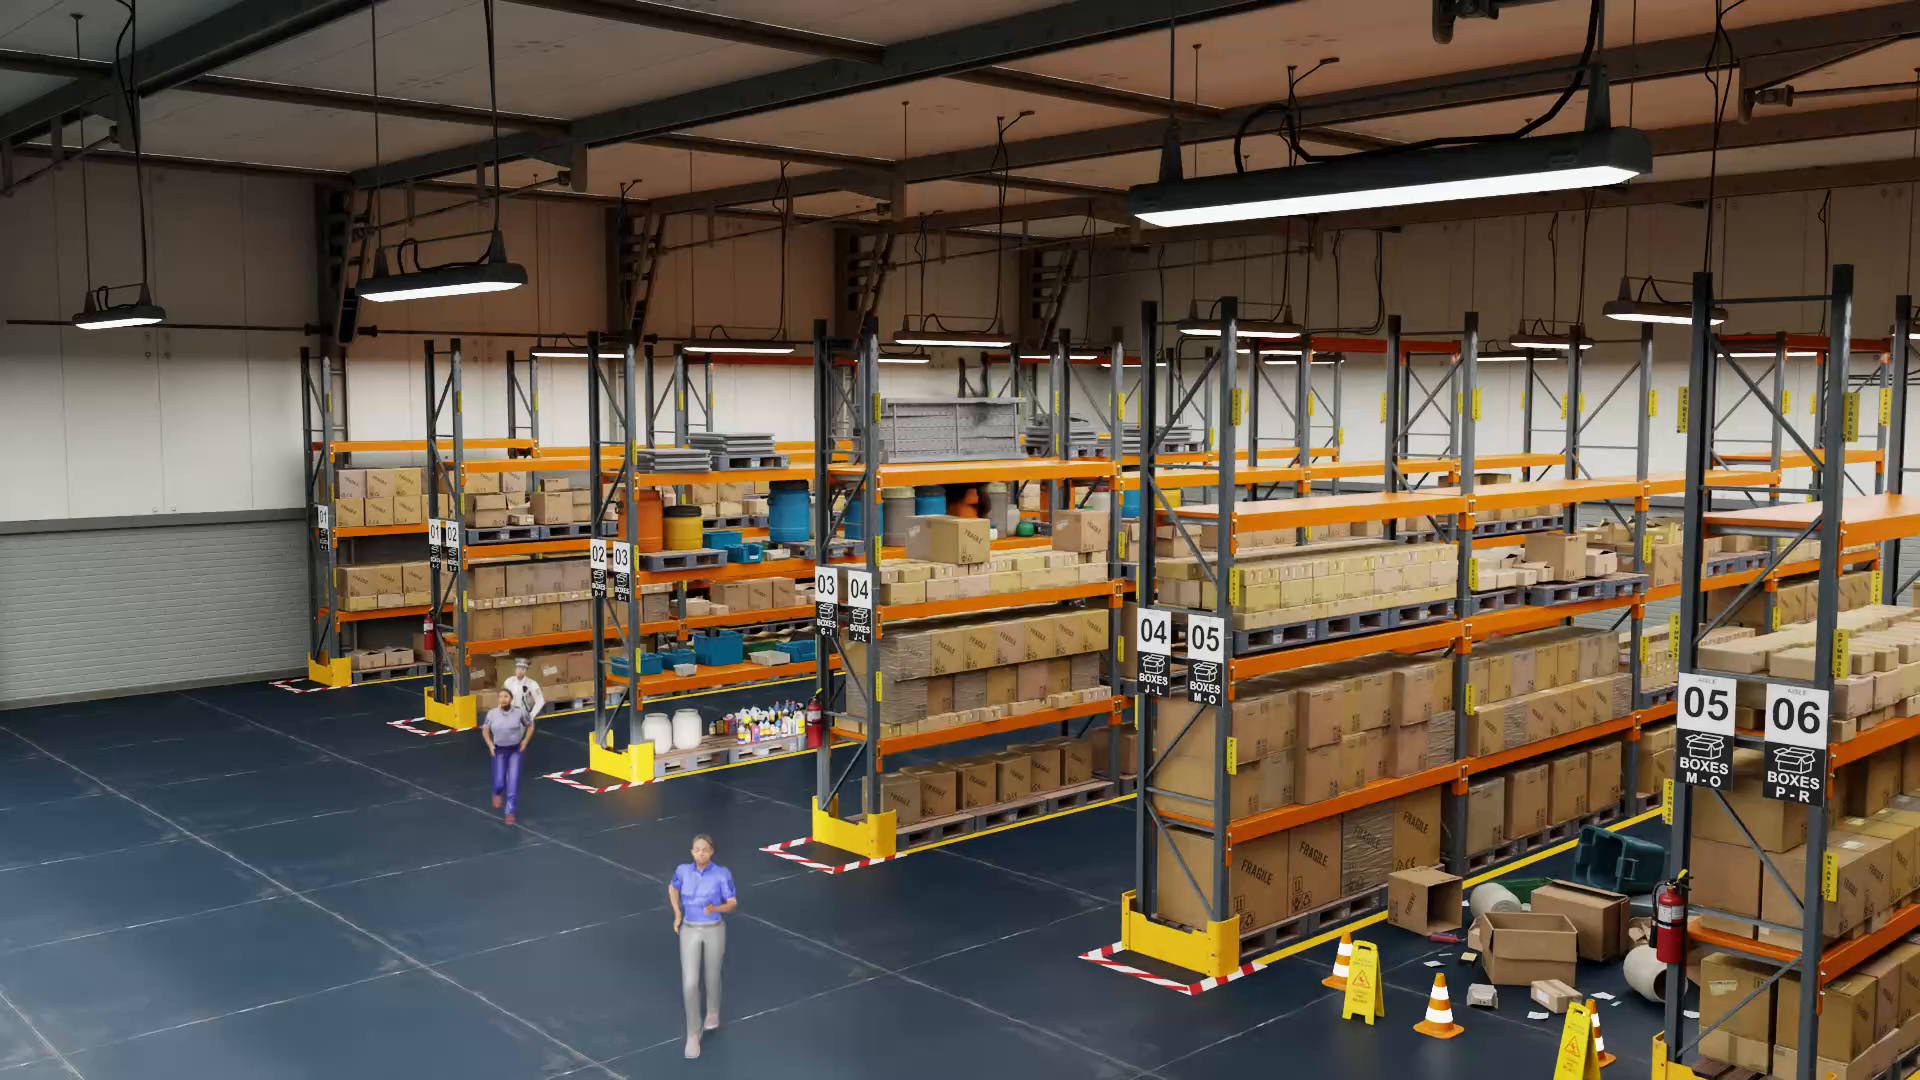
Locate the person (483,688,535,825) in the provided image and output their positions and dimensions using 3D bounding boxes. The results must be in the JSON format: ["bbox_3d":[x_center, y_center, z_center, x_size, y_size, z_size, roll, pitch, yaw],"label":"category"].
[{"bbox_3d":[-5.483,2.598,20.231,0.608,1.630,0.655,-1,5,-12],"label":"person"}]

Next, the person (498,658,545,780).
[{"bbox_3d":[-5.915,2.382,22.407,0.676,1.639,0.560,0,5,5],"label":"person"}]

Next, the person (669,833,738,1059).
[{"bbox_3d":[-2.041,3.179,13.210,0.556,1.717,0.718,-1,5,-6],"label":"person"}]

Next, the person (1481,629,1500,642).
[{"bbox_3d":[7.940,2.109,24.798,0.666,1.759,0.831,4,7,40],"label":"person"}]
